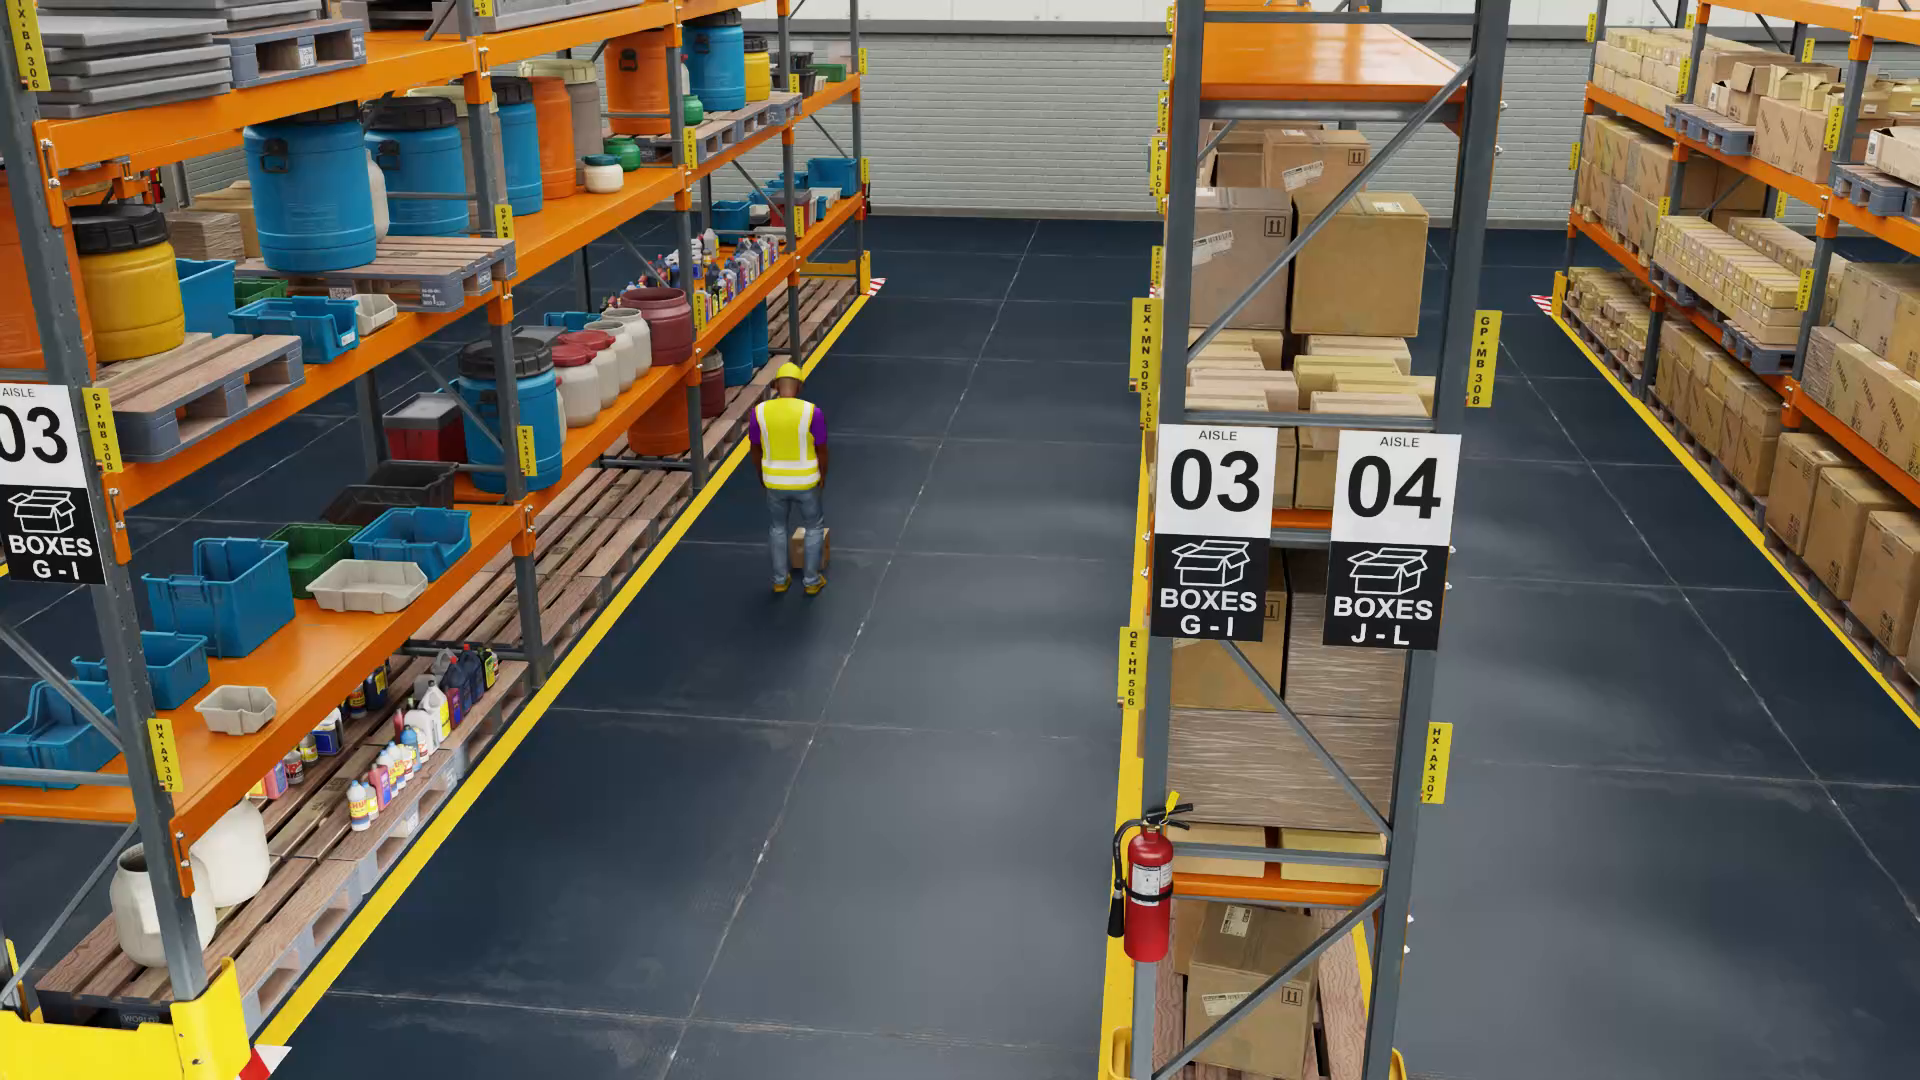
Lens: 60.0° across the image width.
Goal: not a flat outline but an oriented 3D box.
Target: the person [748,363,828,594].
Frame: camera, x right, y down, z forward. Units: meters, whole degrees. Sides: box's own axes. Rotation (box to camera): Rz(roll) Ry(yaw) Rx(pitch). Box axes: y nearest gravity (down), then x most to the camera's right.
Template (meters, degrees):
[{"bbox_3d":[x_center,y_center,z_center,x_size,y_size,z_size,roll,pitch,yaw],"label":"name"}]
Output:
[{"bbox_3d":[-1.252,-0.451,12.292,0.591,1.717,0.453,3,21,8],"label":"person"}]
